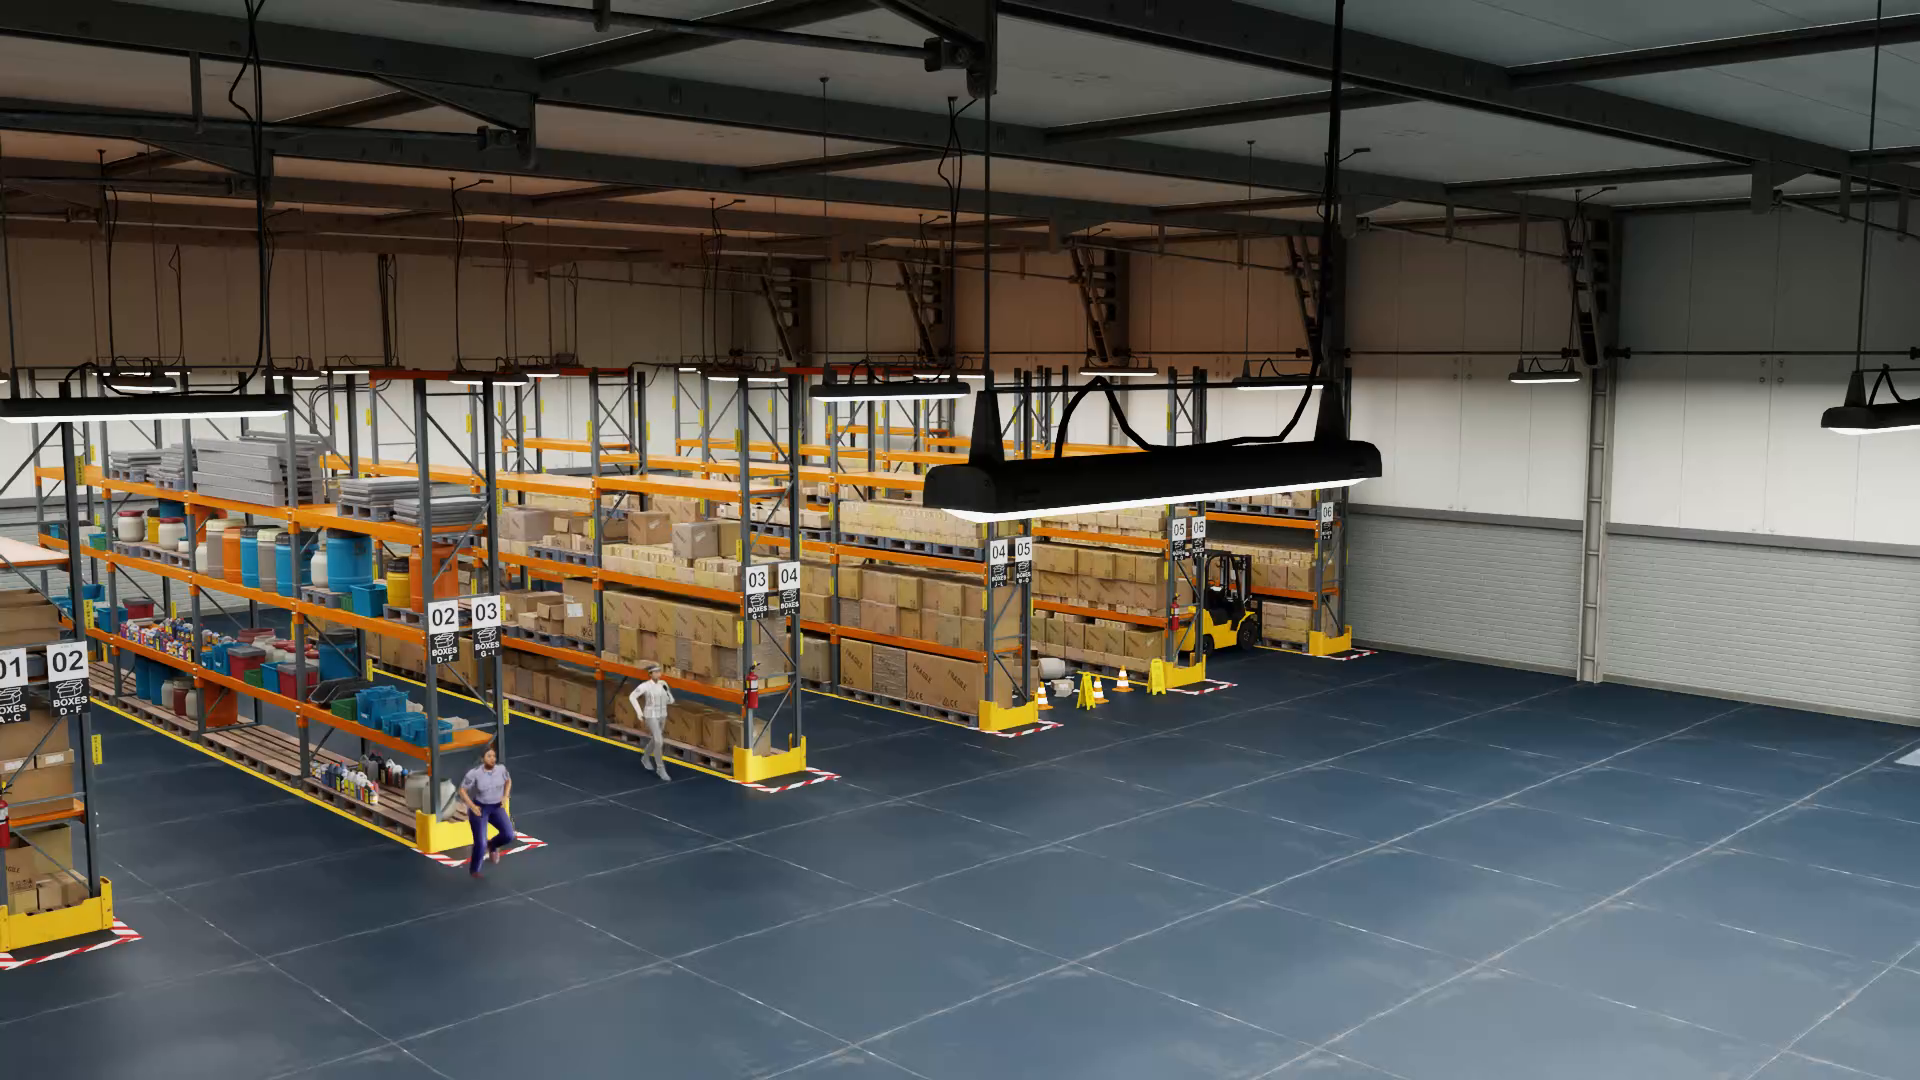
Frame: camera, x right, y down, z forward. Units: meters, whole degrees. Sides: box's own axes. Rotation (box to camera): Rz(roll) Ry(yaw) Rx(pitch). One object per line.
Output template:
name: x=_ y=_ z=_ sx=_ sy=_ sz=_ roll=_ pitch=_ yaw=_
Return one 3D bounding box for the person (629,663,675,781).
person: x=-4.560 y=2.681 z=24.839 sx=0.807 sy=1.727 sz=0.589 roll=5 pitch=8 yaw=39

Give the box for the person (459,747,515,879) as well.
person: x=-5.687 y=3.409 z=20.184 sx=0.517 sy=1.454 sz=0.695 roll=6 pitch=9 yaw=41
